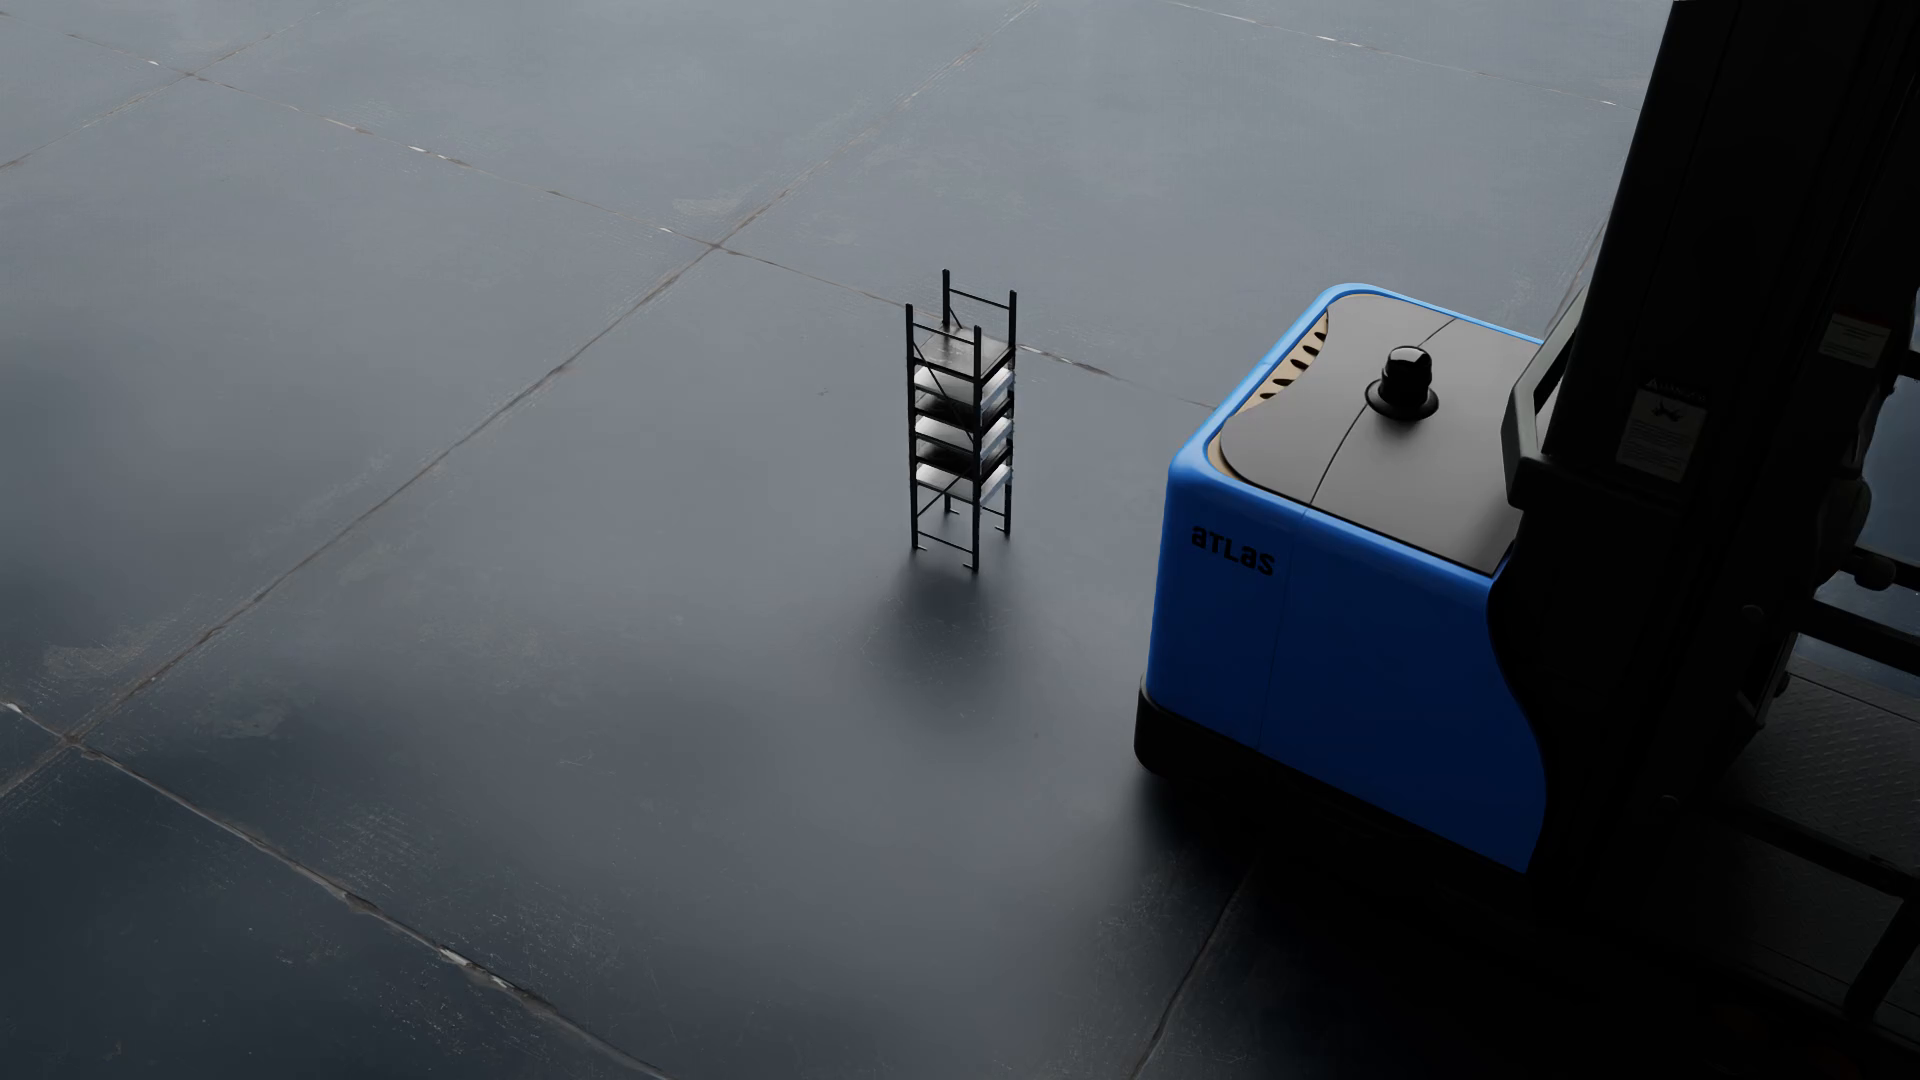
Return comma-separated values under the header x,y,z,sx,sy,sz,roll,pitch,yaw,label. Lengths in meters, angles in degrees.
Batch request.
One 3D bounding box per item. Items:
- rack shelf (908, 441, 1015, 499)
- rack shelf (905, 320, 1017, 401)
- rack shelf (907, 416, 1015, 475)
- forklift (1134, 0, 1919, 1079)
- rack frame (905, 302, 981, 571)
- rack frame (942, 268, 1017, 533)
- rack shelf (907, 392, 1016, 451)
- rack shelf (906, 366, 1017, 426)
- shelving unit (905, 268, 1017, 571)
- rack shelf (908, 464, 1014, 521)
x,y,z,sx,sy,sz,roll,pitch,yaw,label
0.004,-0.250,5.039,0.258,0.077,0.200,21,45,22,rack shelf
0.004,-0.520,4.801,0.258,0.077,0.200,21,45,22,rack shelf
0.004,-0.317,4.980,0.258,0.077,0.200,21,45,22,rack shelf
1.982,-0.199,3.258,3.031,2.935,1.130,24,47,24,forklift
-0.047,-0.284,4.892,0.240,0.900,0.006,21,45,22,rack frame
0.055,-0.401,5.024,0.240,0.900,0.006,21,45,22,rack frame
0.004,-0.385,4.920,0.258,0.077,0.200,21,45,22,rack shelf
0.004,-0.452,4.861,0.258,0.077,0.200,21,45,22,rack shelf
0.004,-0.342,4.958,0.258,0.900,0.210,21,45,22,shelving unit
0.004,-0.182,5.099,0.258,0.077,0.200,21,45,22,rack shelf
